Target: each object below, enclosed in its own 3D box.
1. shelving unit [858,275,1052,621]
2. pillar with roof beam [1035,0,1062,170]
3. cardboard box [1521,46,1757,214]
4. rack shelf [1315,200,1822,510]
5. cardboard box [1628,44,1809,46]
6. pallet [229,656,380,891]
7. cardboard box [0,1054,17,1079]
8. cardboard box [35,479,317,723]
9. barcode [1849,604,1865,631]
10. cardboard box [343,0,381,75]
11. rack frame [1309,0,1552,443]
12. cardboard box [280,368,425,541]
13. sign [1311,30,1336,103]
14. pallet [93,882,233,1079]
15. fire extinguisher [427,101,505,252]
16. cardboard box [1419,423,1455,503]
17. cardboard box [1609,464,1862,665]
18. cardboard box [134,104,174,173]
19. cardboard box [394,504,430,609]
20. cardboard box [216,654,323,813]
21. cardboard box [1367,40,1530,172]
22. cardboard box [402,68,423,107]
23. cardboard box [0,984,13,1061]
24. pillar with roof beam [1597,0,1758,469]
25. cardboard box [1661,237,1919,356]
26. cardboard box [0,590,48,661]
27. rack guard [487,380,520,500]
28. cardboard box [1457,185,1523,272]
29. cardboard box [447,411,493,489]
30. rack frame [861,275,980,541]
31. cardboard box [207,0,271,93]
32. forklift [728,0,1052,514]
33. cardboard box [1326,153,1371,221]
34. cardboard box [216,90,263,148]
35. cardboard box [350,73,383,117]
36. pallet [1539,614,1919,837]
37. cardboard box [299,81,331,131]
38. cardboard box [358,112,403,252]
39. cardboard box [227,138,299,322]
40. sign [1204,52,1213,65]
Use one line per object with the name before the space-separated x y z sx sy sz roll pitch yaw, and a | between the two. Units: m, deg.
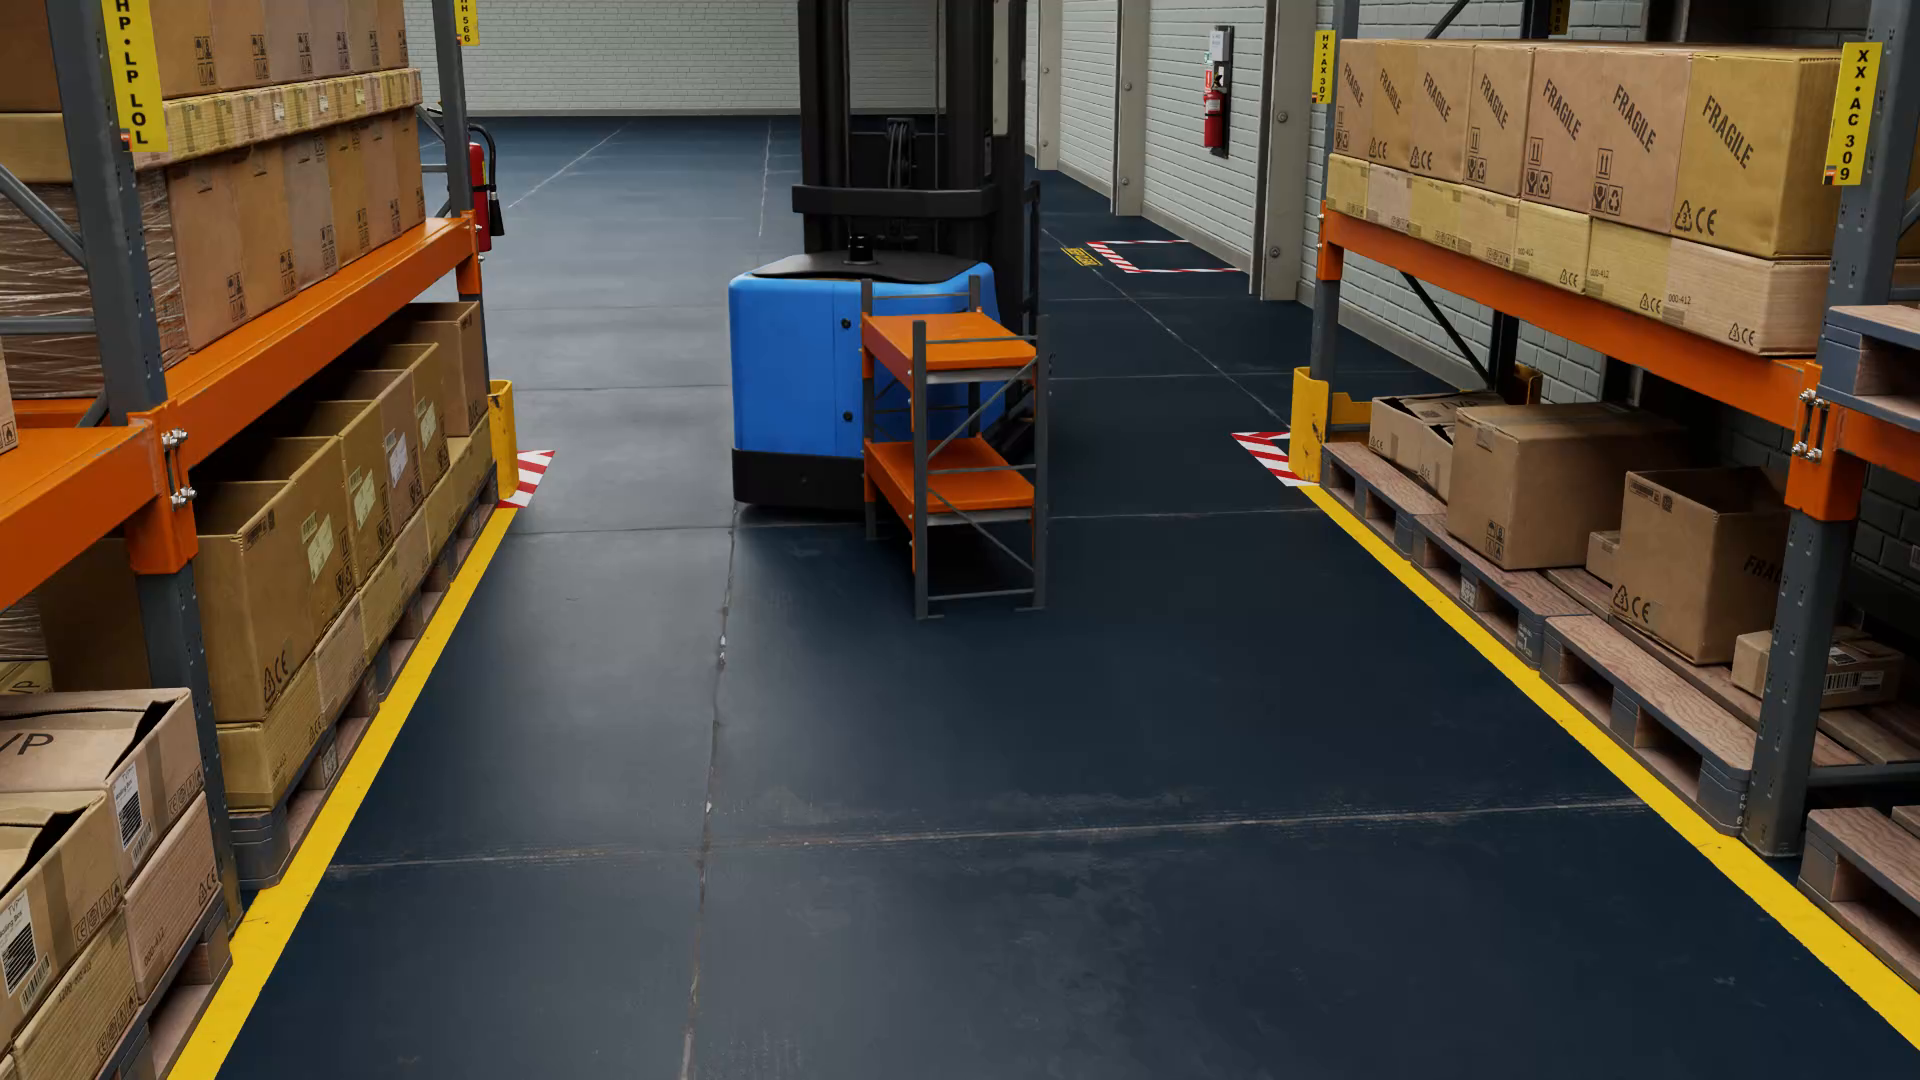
shelving unit | -0.042 -0.405 6.588 0.538 1.125 1.048 -4 18 -13
pillar with roof beam | -2.977 -9.709 23.080 9.100 9.000 0.400 -2 18 -6
cardboard box | 2.187 -1.333 5.381 0.500 0.500 0.500 -2 18 -7
rack shelf | 2.435 -0.860 6.109 1.077 0.370 4.000 -2 18 -6
cardboard box | 2.641 -1.507 5.933 0.500 0.500 0.500 -2 17 -5
pallet | -2.326 0.639 4.789 1.003 0.211 1.213 -2 18 -6
cardboard box | -1.851 1.076 2.630 0.500 0.250 0.500 -1 17 -4
cardboard box | -2.022 0.153 4.320 0.500 0.500 0.500 -2 18 -6
barcode | 2.852 0.247 5.290 0.001 0.075 0.075 -2 18 -6
cardboard box | -2.597 -2.000 6.206 0.700 0.500 0.500 -2 18 -7
rack frame | 2.229 -1.799 7.899 1.000 3.000 0.127 -2 18 -6
cardboard box | -2.178 -0.294 5.743 0.500 0.500 0.500 -2 18 -6
sign | 1.689 -2.195 7.716 0.100 0.325 0.005 -2 18 -6
pallet | -2.170 1.096 3.335 1.003 0.211 1.213 -2 18 -6
fire extinguisher | -2.248 -1.657 7.578 0.296 0.674 0.183 -2 18 -6
cardboard box | 2.270 -0.347 7.030 0.500 0.311 0.500 0 17 -1
cardboard box | 2.495 0.068 5.393 0.500 0.500 0.500 -3 18 -10
cardboard box | -2.146 -0.971 4.012 0.380 0.149 0.250 -2 17 -5
cardboard box | -2.182 0.064 5.855 0.500 0.250 0.500 -2 18 -6
cardboard box | -2.031 0.511 4.431 0.500 0.250 0.500 -2 18 -6
cardboard box | 2.020 -1.796 6.854 0.500 0.500 0.500 -2 18 -5
cardboard box | -2.469 -1.894 6.952 0.380 0.149 0.250 -2 18 -7
cardboard box | -1.849 0.806 2.554 0.500 0.311 0.500 -2 18 -6
pillar with roof beam | -1.120 -4.346 5.998 9.100 9.000 0.400 -2 18 -6
cardboard box | 2.291 -0.677 4.542 0.500 0.250 0.500 -2 18 -6
cardboard box | -2.590 0.020 4.743 0.500 0.500 0.500 -2 18 -6
rack guard | -2.700 -0.459 7.805 1.175 0.500 0.348 -2 18 -6
cardboard box | 2.128 -1.125 5.969 0.500 0.250 0.500 -2 18 -5
cardboard box | -2.349 -0.383 7.277 0.500 0.250 0.500 -2 18 -6
rack frame | -0.162 -0.553 7.059 0.500 1.125 0.032 -4 18 -13
cardboard box | -2.442 -1.551 4.778 0.700 0.500 0.500 -2 18 -6
forklift | -0.160 -1.901 8.340 1.130 2.935 3.031 4 18 14
cardboard box | 1.964 -1.582 7.424 0.500 0.250 0.500 -2 18 -7
cardboard box | -2.227 -1.201 4.744 0.380 0.149 0.250 -2 18 -7
cardboard box | -2.390 -1.665 6.222 0.380 0.149 0.250 -2 17 -5
pallet | 2.537 0.524 5.155 1.003 0.211 1.213 -2 18 -6
cardboard box | -2.307 -1.432 5.480 0.380 0.149 0.250 -2 18 -6
cardboard box | -2.603 -1.397 6.451 0.700 0.500 0.500 -1 17 -4
cardboard box | -2.446 -0.939 4.994 0.700 0.500 0.500 -2 17 -5
sign | 2.363 -4.578 15.808 0.001 0.109 0.331 -2 18 -6
